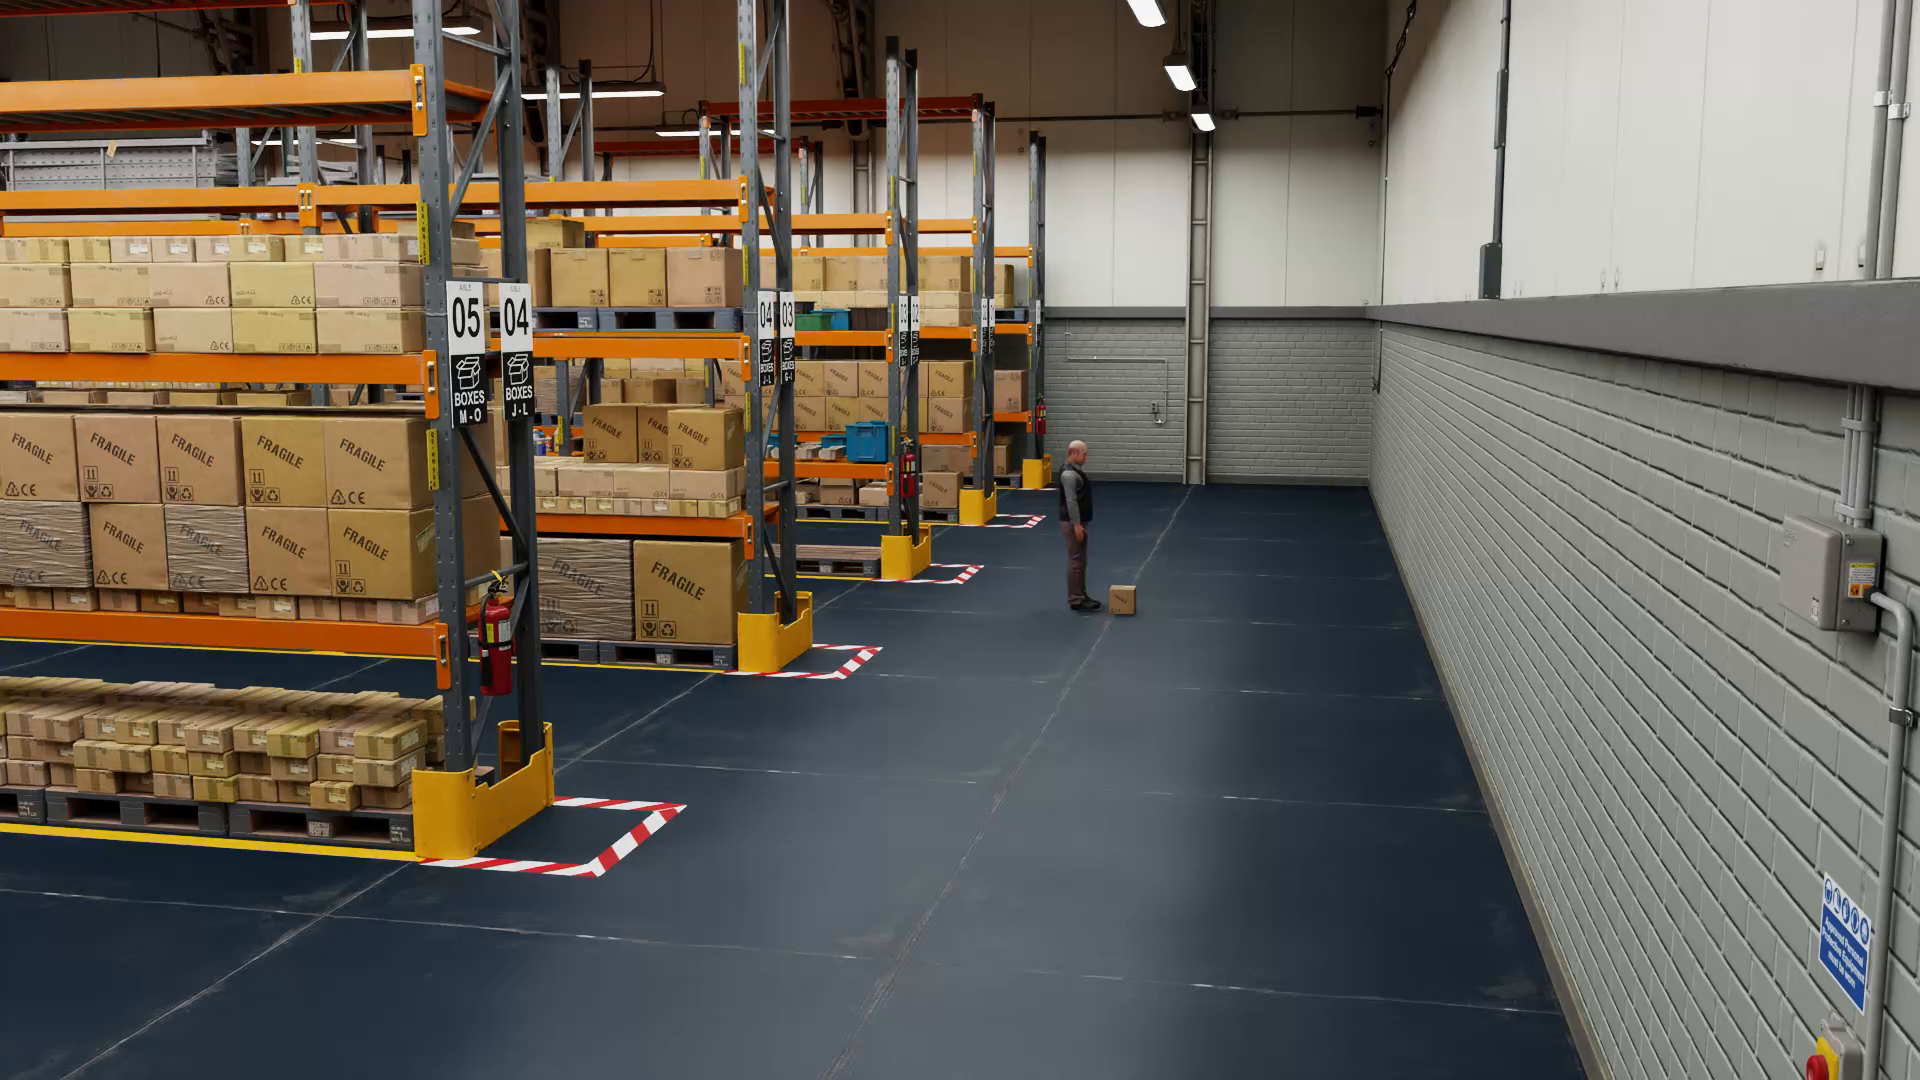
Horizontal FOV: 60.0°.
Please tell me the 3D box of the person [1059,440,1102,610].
[{"bbox_3d":[1.224,-0.149,16.867,0.452,1.727,0.544,1,8,4],"label":"person"}]
